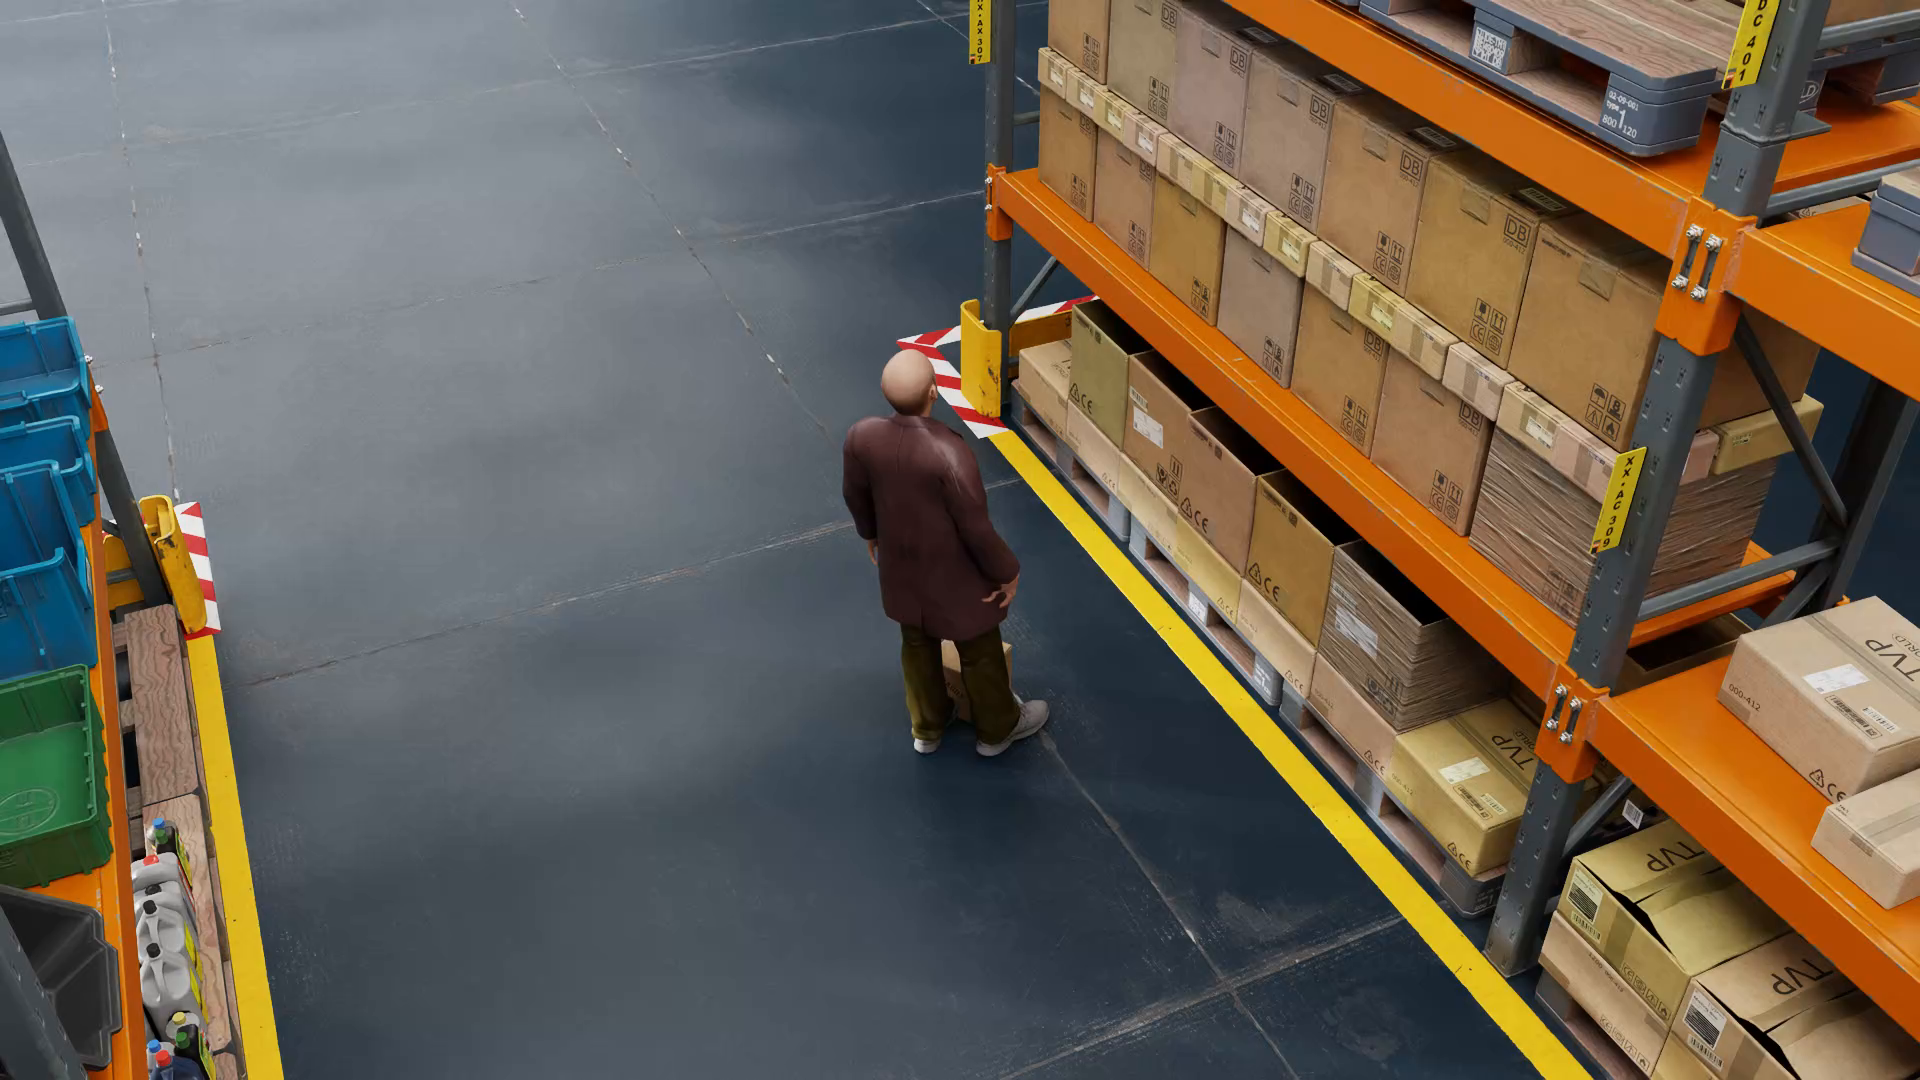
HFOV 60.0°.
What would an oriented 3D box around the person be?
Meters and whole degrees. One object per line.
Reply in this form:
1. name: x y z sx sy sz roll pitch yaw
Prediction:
1. person: -0.048 0.033 6.104 0.695 1.775 0.582 21 42 26
